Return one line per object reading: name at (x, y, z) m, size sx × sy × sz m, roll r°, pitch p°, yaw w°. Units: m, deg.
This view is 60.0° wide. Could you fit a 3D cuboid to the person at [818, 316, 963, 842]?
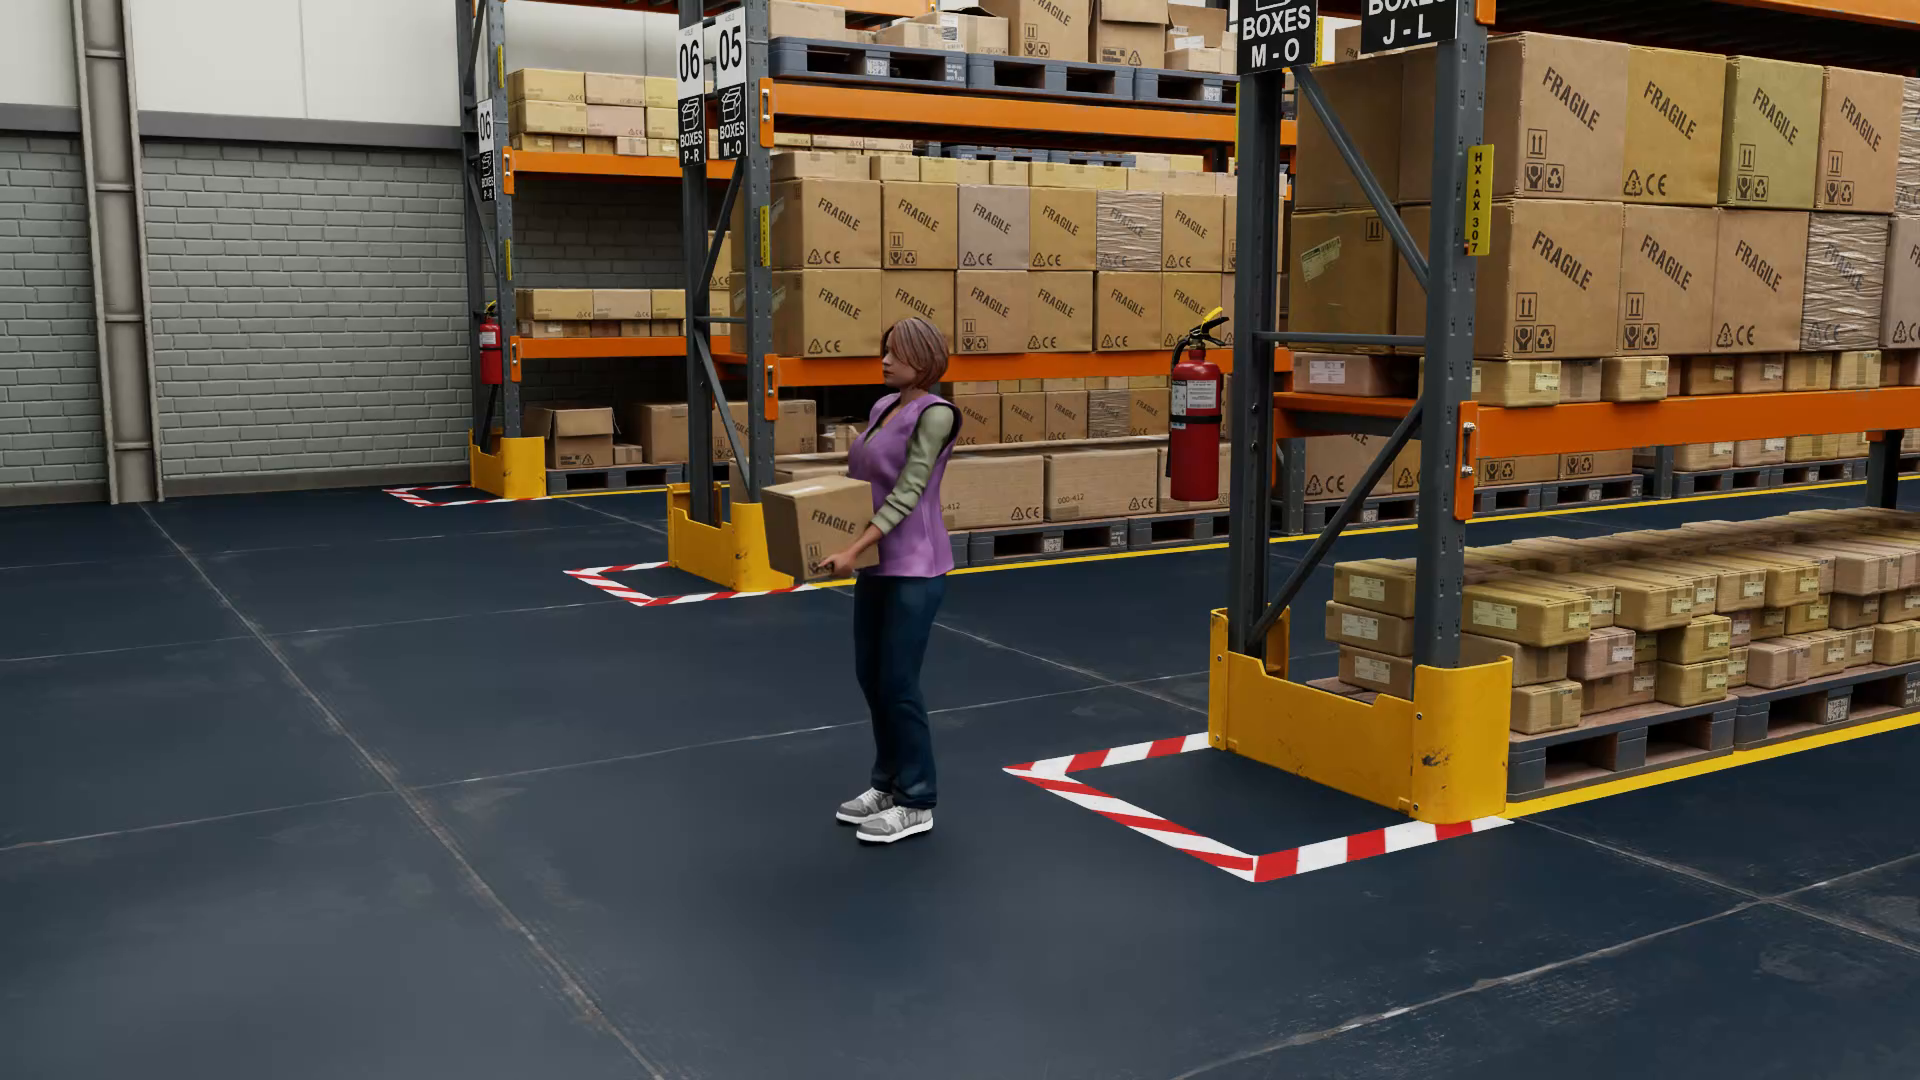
person at (-0.262, 0.119, 5.078) m, size 0.499 × 1.590 × 0.404 m, roll -5°, pitch 10°, yaw -30°
